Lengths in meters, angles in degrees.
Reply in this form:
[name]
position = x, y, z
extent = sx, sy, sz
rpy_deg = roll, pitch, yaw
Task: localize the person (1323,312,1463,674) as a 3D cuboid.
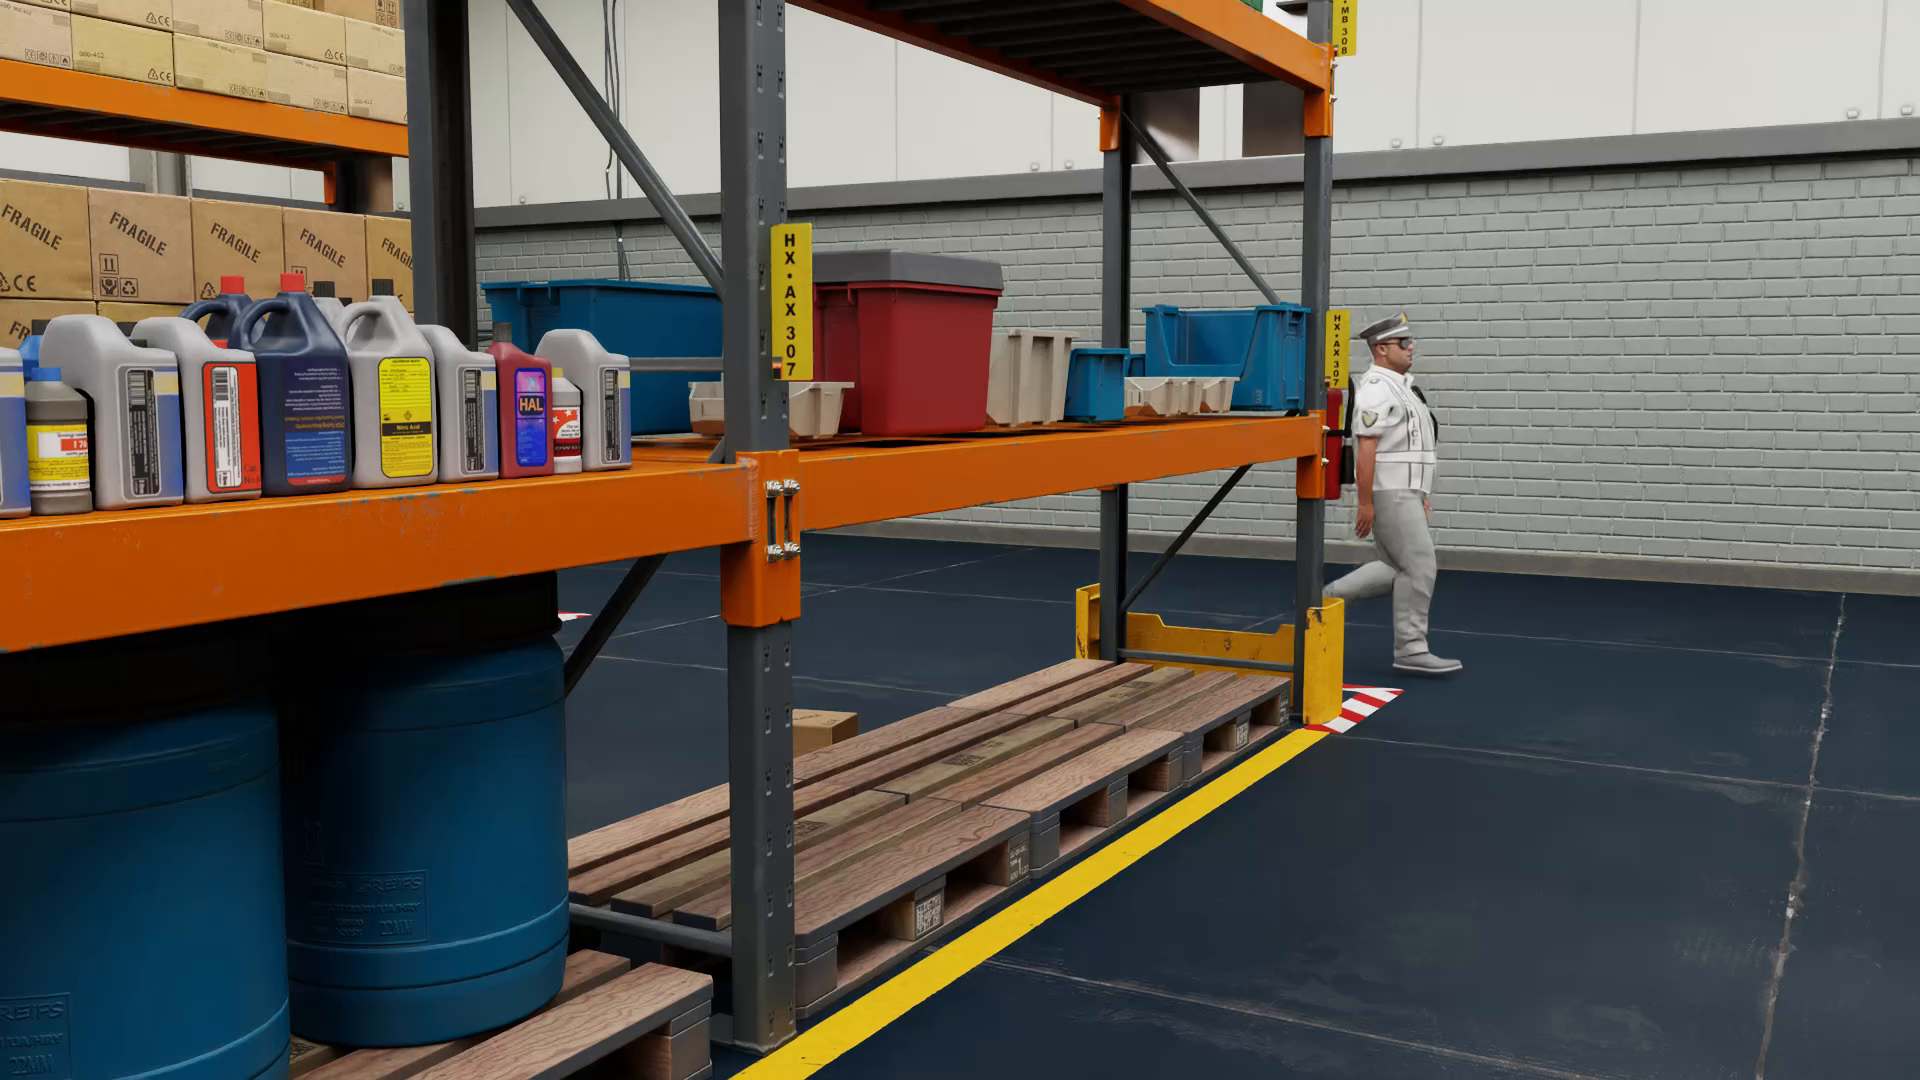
[person]
position = 2.088, -0.243, 8.192
extent = 0.814, 1.747, 0.529
rpy_deg = 2, 6, 22
